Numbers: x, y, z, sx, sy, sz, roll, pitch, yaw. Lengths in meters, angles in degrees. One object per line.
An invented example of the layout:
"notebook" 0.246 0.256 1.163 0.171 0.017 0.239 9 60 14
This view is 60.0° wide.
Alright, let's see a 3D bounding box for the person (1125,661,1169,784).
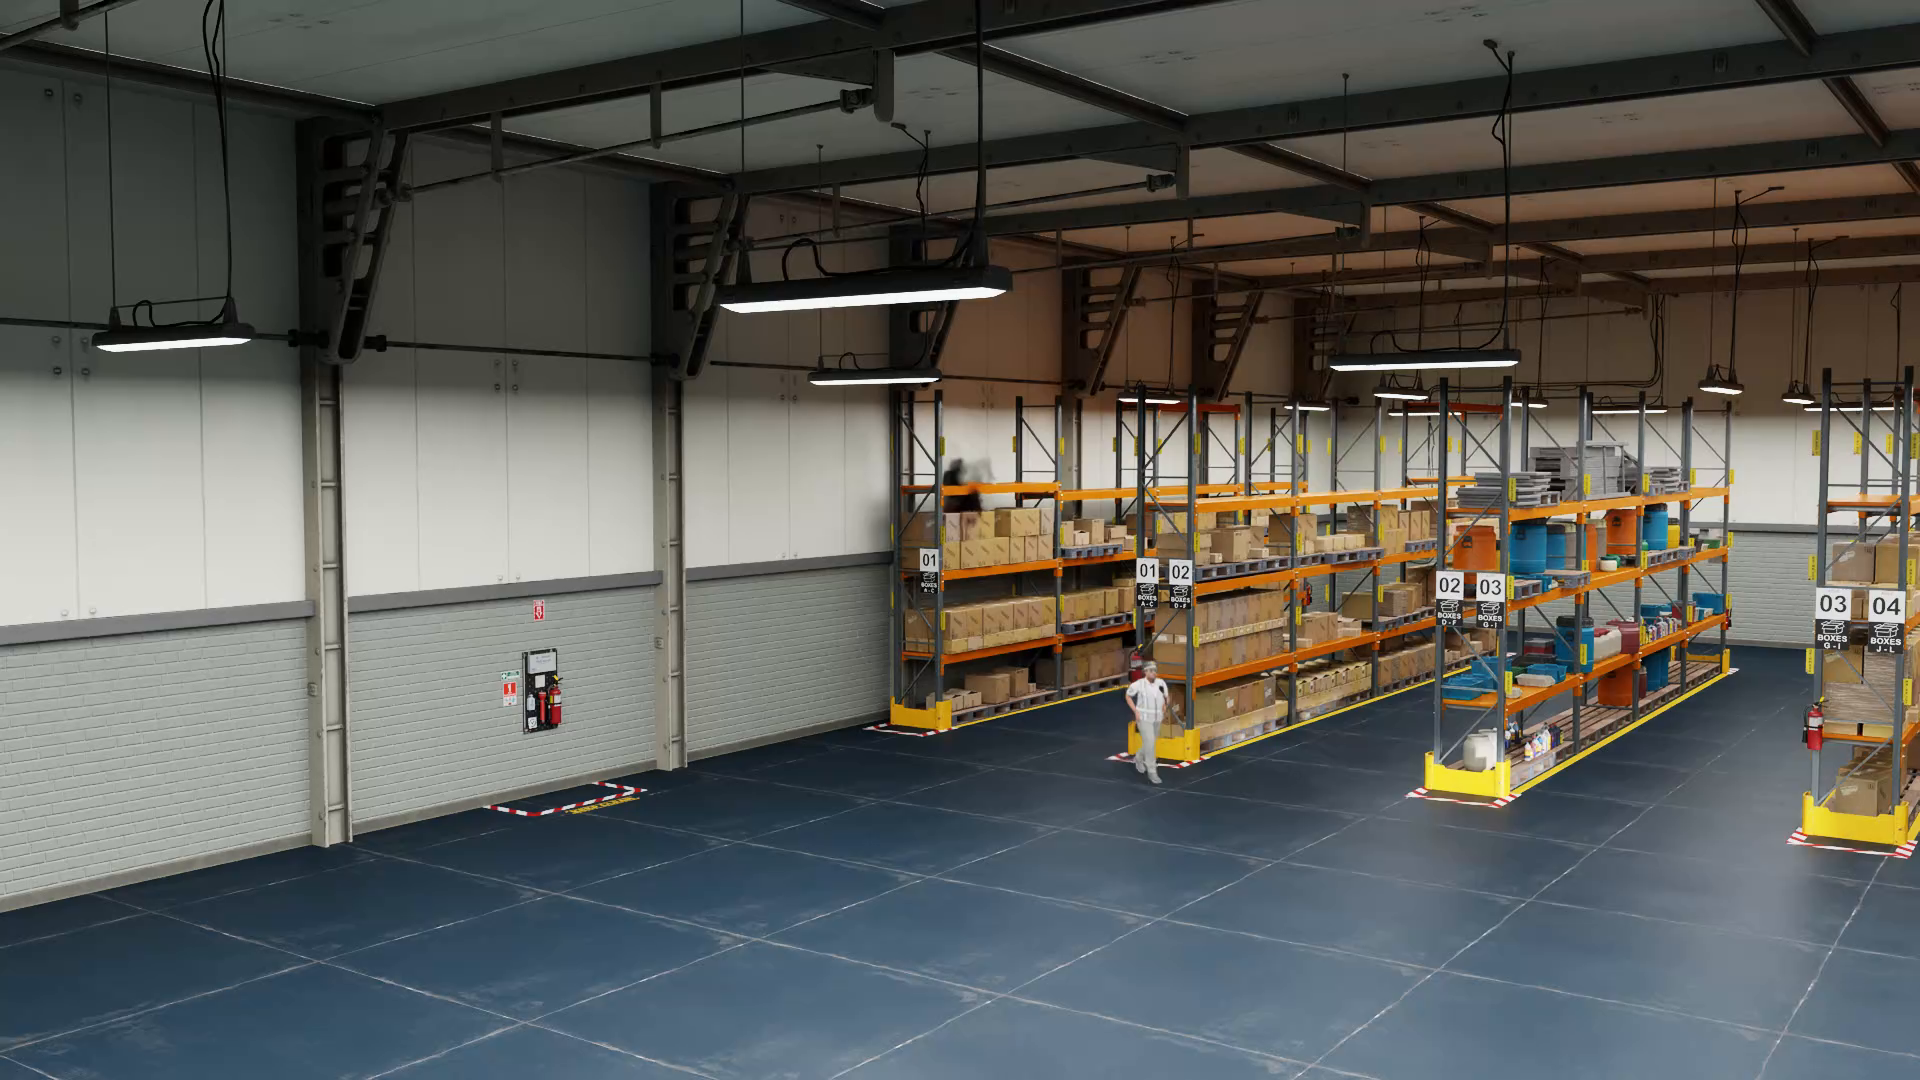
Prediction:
"person" 2.838 2.688 24.951 0.658 1.781 0.920 -1 4 -25
